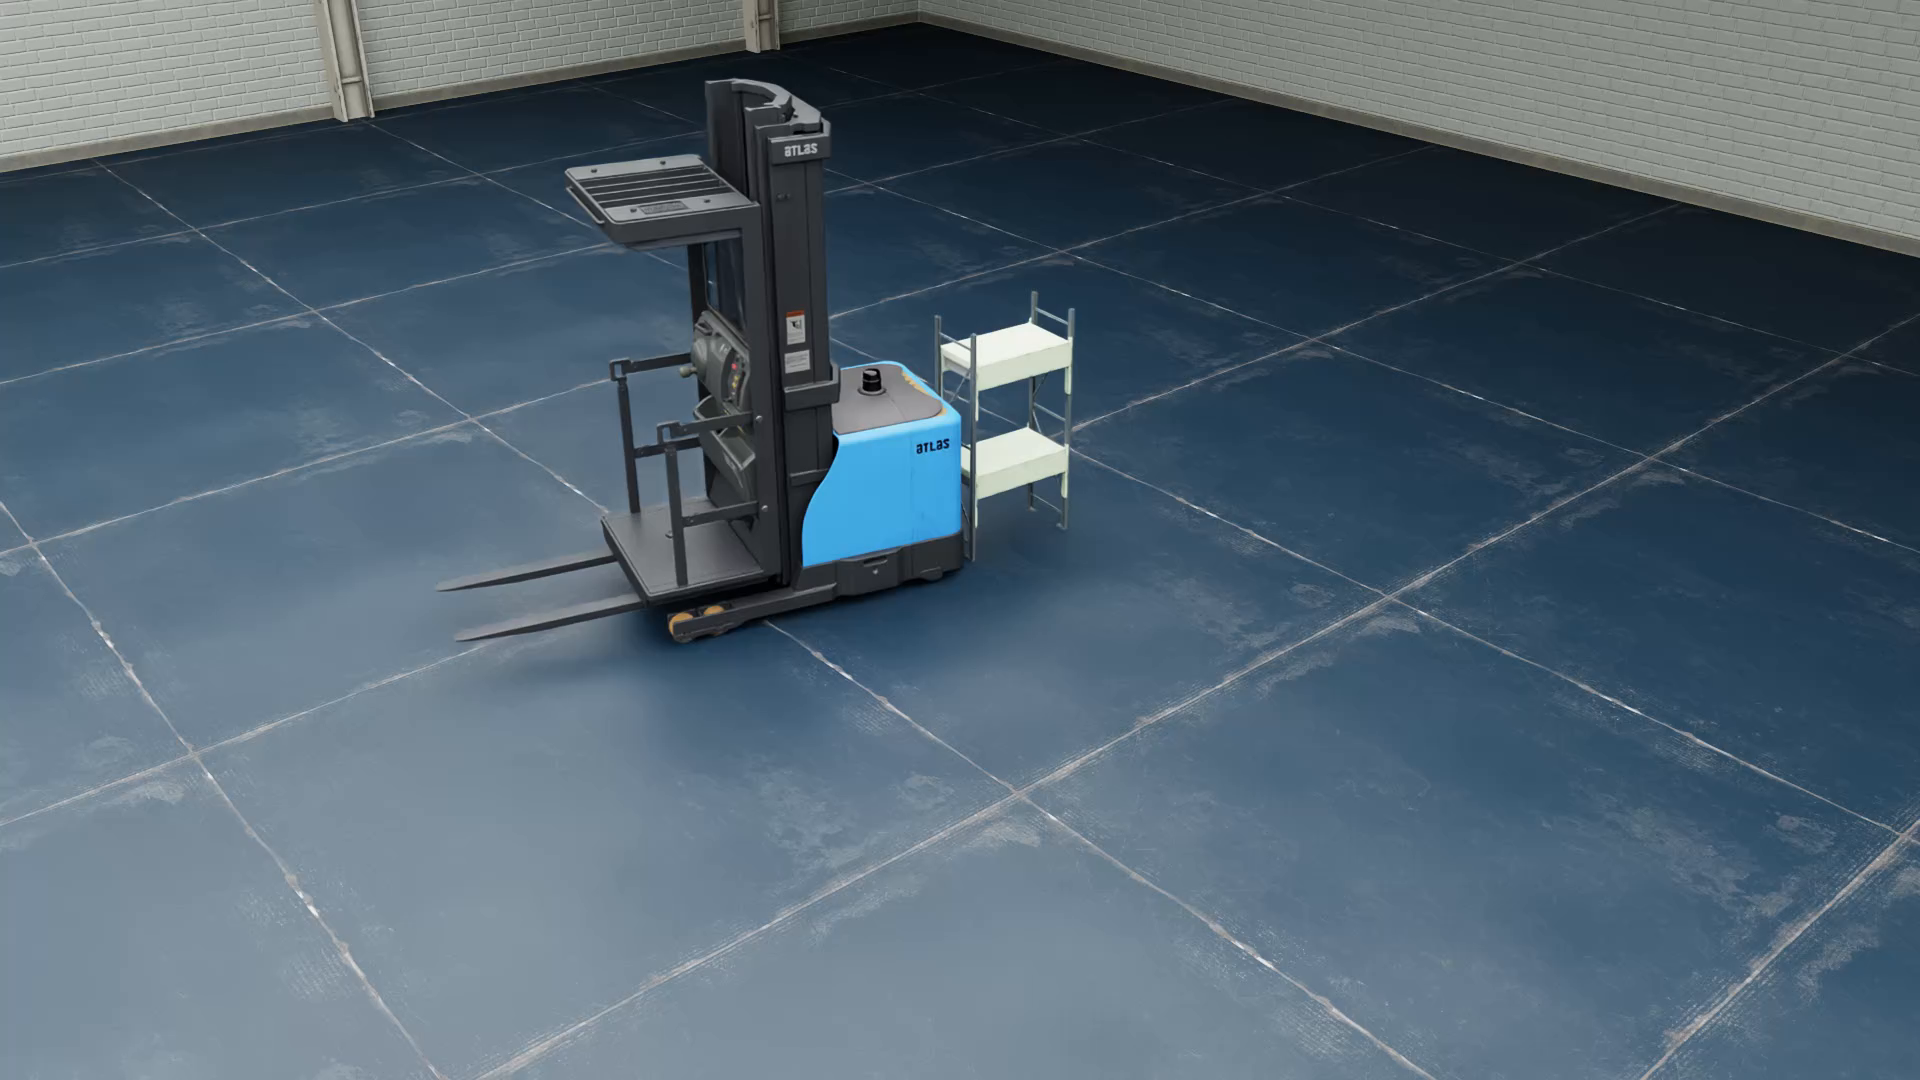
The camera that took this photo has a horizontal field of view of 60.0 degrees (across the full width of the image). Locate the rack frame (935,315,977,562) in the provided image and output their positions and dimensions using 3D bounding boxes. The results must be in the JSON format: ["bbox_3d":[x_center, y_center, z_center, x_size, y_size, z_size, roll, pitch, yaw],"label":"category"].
[{"bbox_3d":[-0.027,-0.604,10.147,0.023,1.500,0.400,-19,33,-31],"label":"rack frame"}]

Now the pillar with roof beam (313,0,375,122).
[{"bbox_3d":[-4.580,-7.577,15.239,0.400,9.000,9.100,-22,35,-35],"label":"pillar with roof beam"}]

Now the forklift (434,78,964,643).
[{"bbox_3d":[-1.535,-0.990,9.350,3.031,2.935,1.130,-12,31,-22],"label":"forklift"}]

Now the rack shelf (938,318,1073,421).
[{"bbox_3d":[0.271,-1.048,10.150,0.720,0.370,0.431,-19,33,-31],"label":"rack shelf"}]

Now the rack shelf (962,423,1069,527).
[{"bbox_3d":[0.271,-0.416,10.488,0.720,0.370,0.431,-19,33,-31],"label":"rack shelf"}]

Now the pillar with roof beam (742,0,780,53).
[{"bbox_3d":[-0.015,-9.412,18.673,0.400,9.000,9.100,-22,35,-35],"label":"pillar with roof beam"}]

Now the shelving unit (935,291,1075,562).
[{"bbox_3d":[0.271,-0.704,10.334,0.755,1.500,0.431,-19,33,-31],"label":"shelving unit"}]

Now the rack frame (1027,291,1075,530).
[{"bbox_3d":[0.569,-0.804,10.522,0.023,1.500,0.400,-19,33,-31],"label":"rack frame"}]
